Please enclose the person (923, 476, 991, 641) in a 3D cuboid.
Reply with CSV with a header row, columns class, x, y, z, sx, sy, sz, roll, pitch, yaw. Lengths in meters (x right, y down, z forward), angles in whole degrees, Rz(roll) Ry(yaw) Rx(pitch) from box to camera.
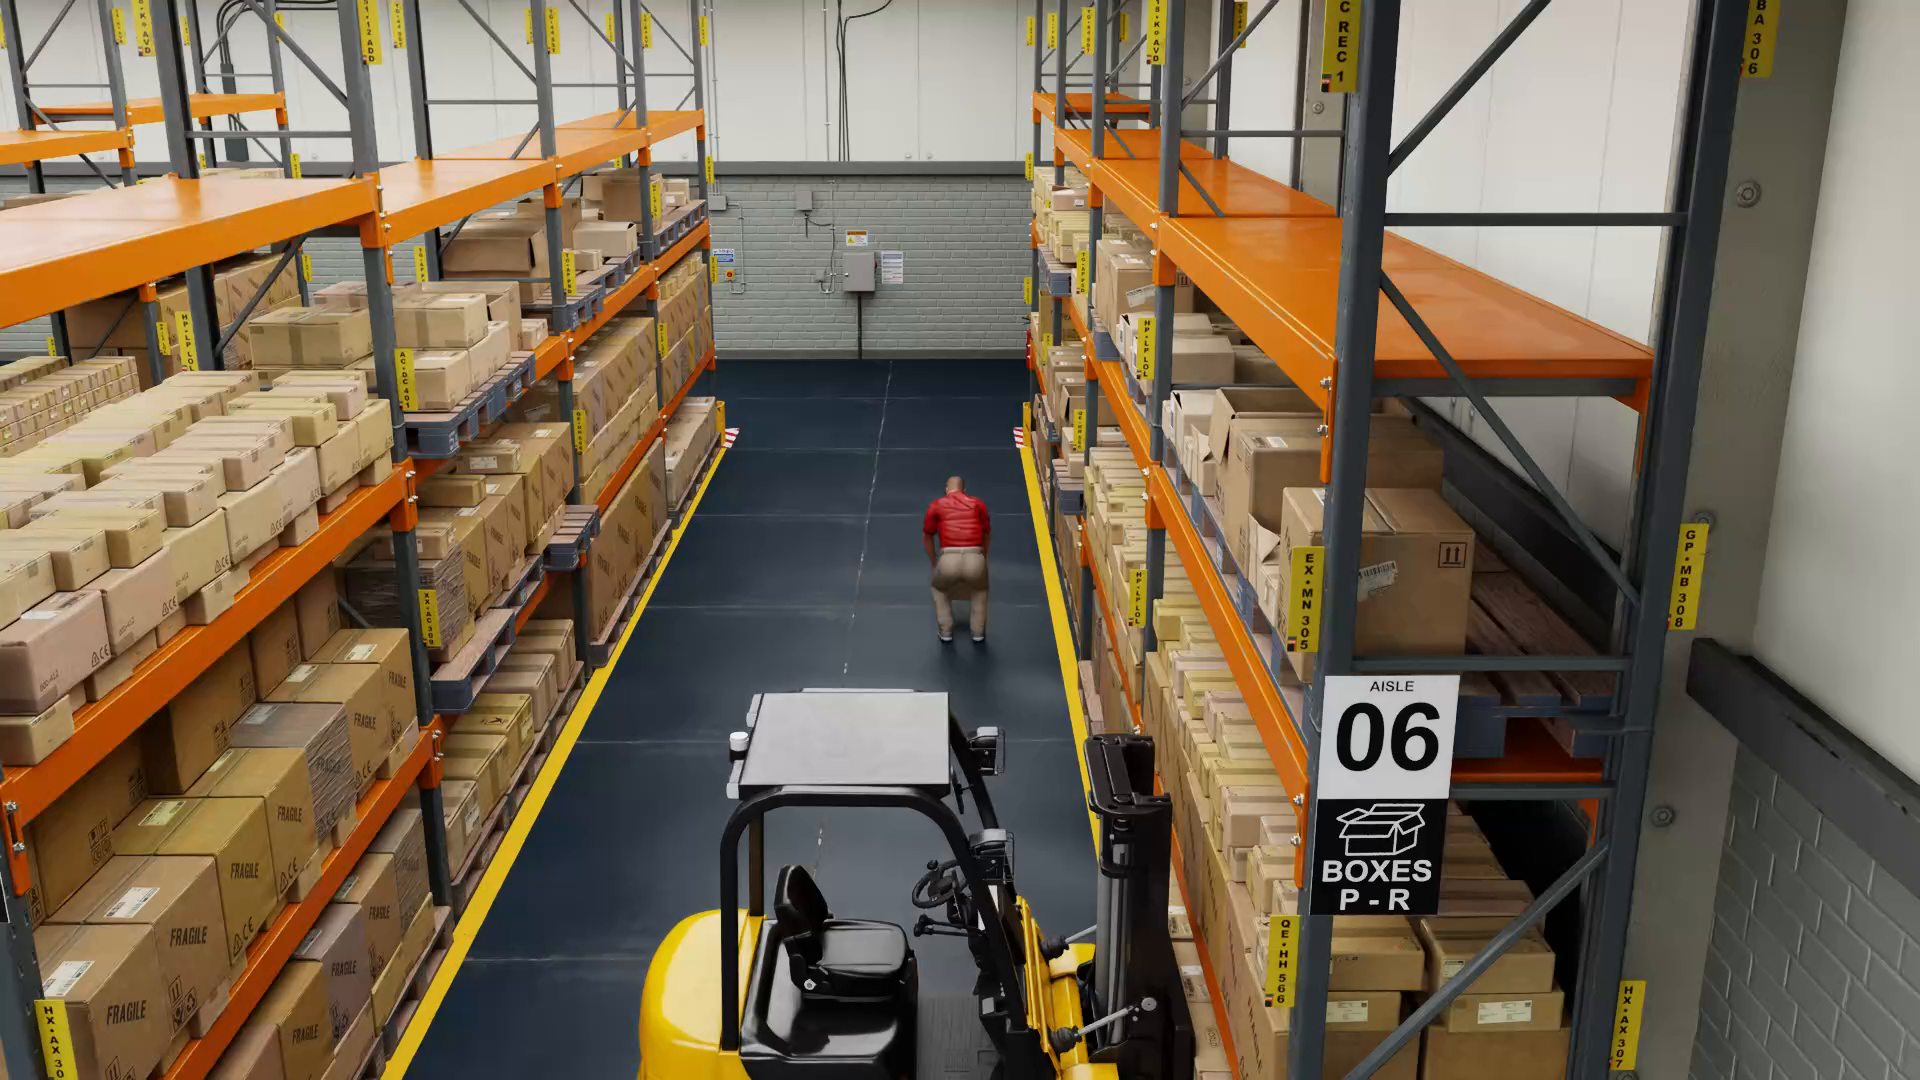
class,x,y,z,sx,sy,sz,roll,pitch,yaw
person,-0.026,0.175,14.238,0.590,1.352,0.739,0,17,-1
